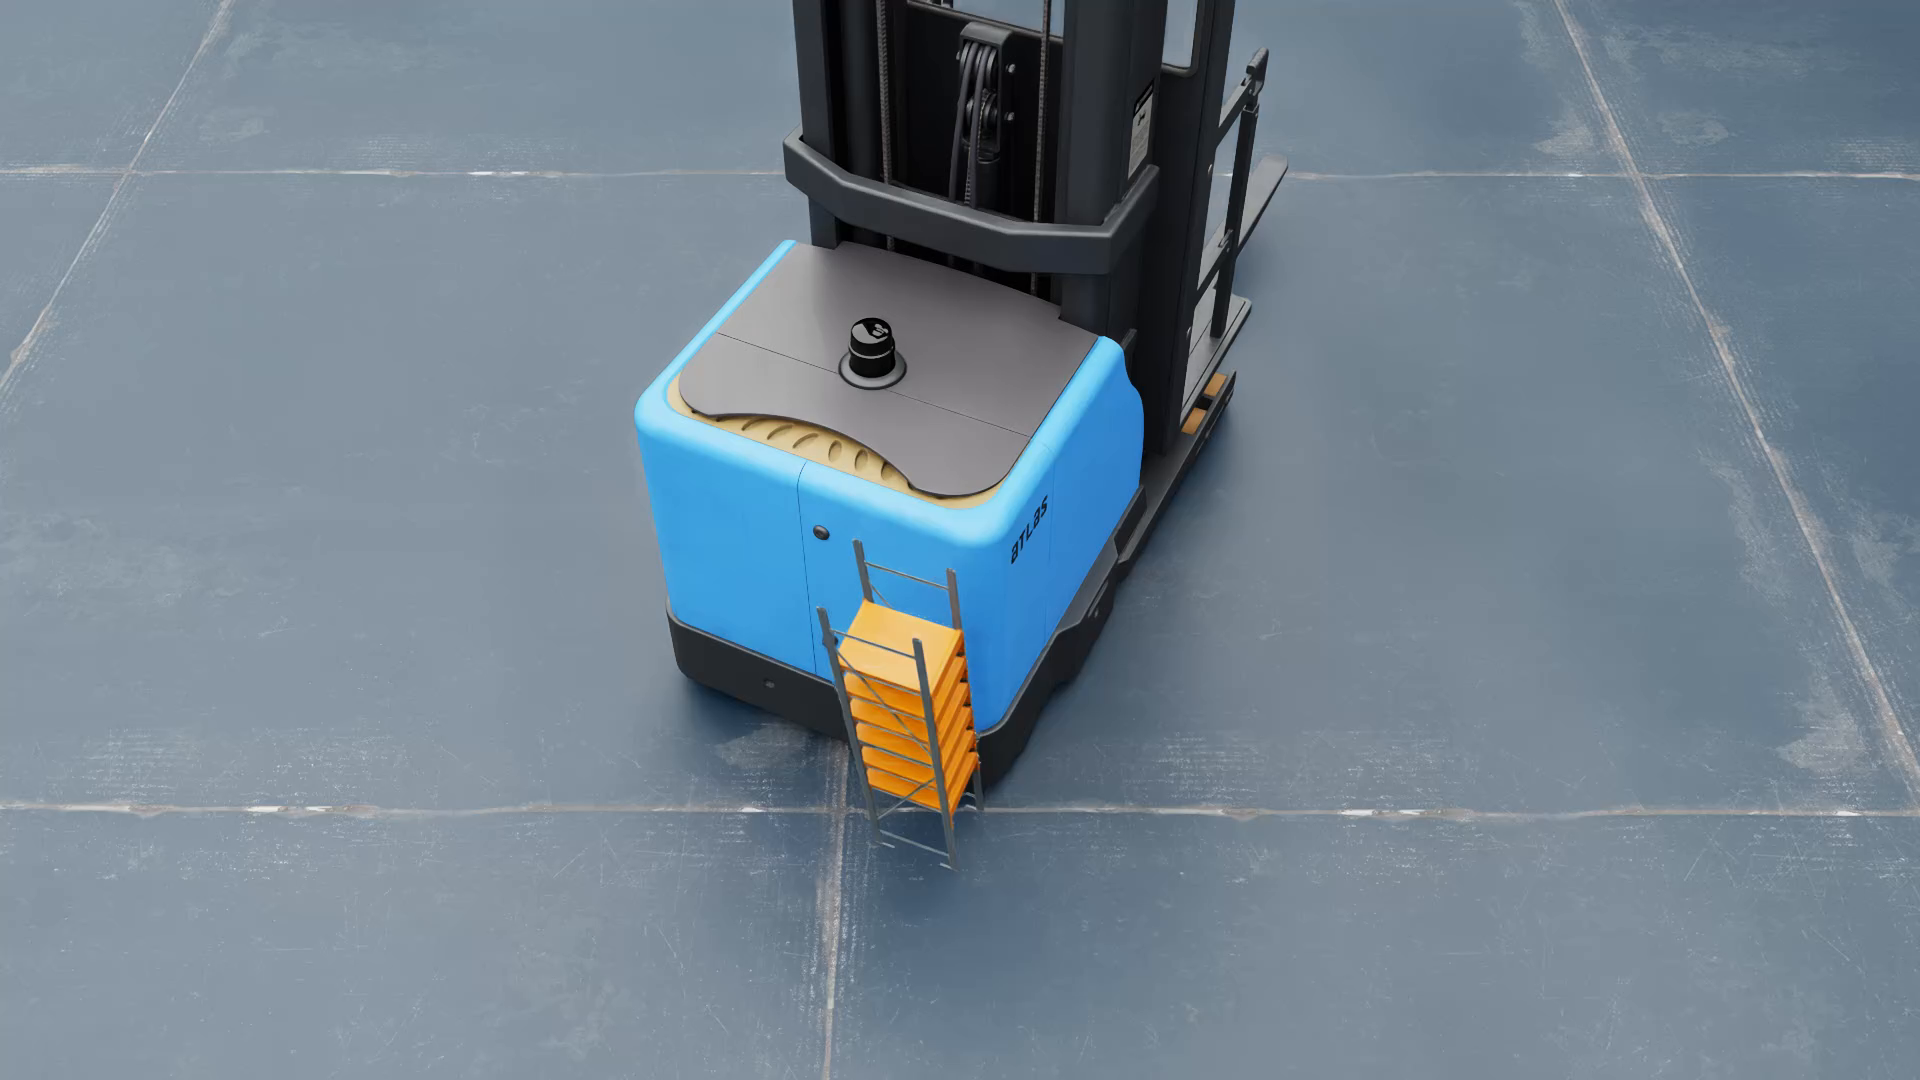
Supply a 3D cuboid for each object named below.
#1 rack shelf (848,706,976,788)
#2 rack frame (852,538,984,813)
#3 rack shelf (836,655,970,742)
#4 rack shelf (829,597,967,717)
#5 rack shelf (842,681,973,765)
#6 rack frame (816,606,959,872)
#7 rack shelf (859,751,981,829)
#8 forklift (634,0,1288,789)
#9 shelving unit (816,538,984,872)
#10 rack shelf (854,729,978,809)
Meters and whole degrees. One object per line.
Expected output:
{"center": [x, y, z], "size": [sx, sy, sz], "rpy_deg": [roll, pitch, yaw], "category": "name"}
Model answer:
{"center": [-0.115, 0.465, 4.047], "size": [0.258, 0.103, 0.180], "rpy_deg": [17, 59, 15], "category": "rack shelf"}
{"center": [-0.083, 0.369, 4.056], "size": [0.240, 1.200, 0.006], "rpy_deg": [17, 59, 15], "category": "rack frame"}
{"center": [-0.130, 0.330, 3.849], "size": [0.258, 0.103, 0.180], "rpy_deg": [17, 59, 15], "category": "rack shelf"}
{"center": [-0.138, 0.263, 3.750], "size": [0.258, 0.103, 0.180], "rpy_deg": [17, 59, 15], "category": "rack shelf"}
{"center": [-0.123, 0.398, 3.948], "size": [0.258, 0.103, 0.180], "rpy_deg": [17, 59, 15], "category": "rack shelf"}
{"center": [-0.153, 0.511, 3.964], "size": [0.240, 1.200, 0.006], "rpy_deg": [17, 59, 15], "category": "rack frame"}
{"center": [-0.100, 0.600, 4.245], "size": [0.258, 0.103, 0.180], "rpy_deg": [17, 59, 15], "category": "rack shelf"}
{"center": [0.274, -1.408, 4.559], "size": [1.130, 2.935, 3.031], "rpy_deg": [20, 50, 17], "category": "forklift"}
{"center": [-0.118, 0.440, 4.010], "size": [0.258, 1.200, 0.189], "rpy_deg": [17, 59, 15], "category": "shelving unit"}
{"center": [-0.108, 0.532, 4.146], "size": [0.258, 0.103, 0.180], "rpy_deg": [17, 59, 15], "category": "rack shelf"}
